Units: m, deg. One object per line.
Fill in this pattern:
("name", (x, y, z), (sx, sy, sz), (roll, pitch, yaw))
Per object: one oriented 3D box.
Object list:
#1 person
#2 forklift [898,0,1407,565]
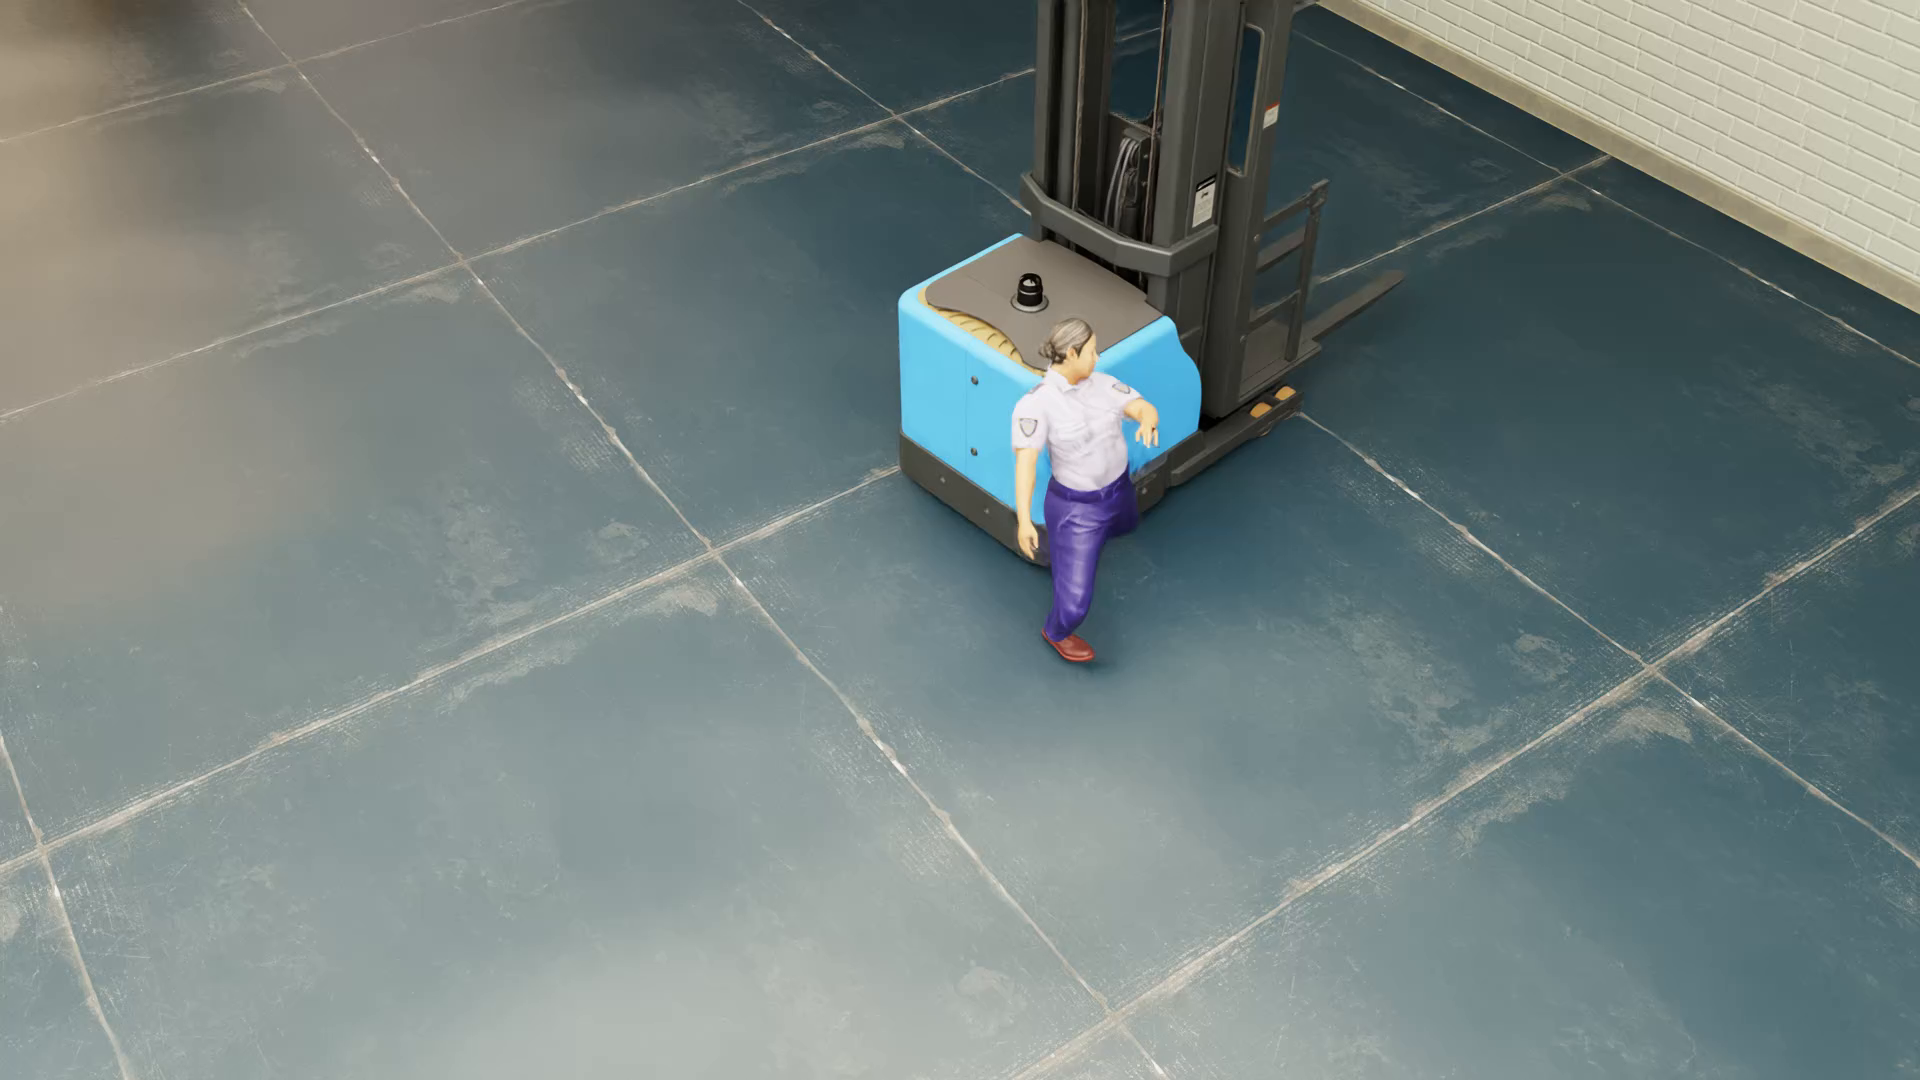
("person", (0.460, -0.149, 6.940), (0.773, 1.424, 0.900), (26, 48, 25))
("forklift", (1.124, -1.840, 7.712), (3.031, 2.935, 1.130), (-32, 52, -30))
